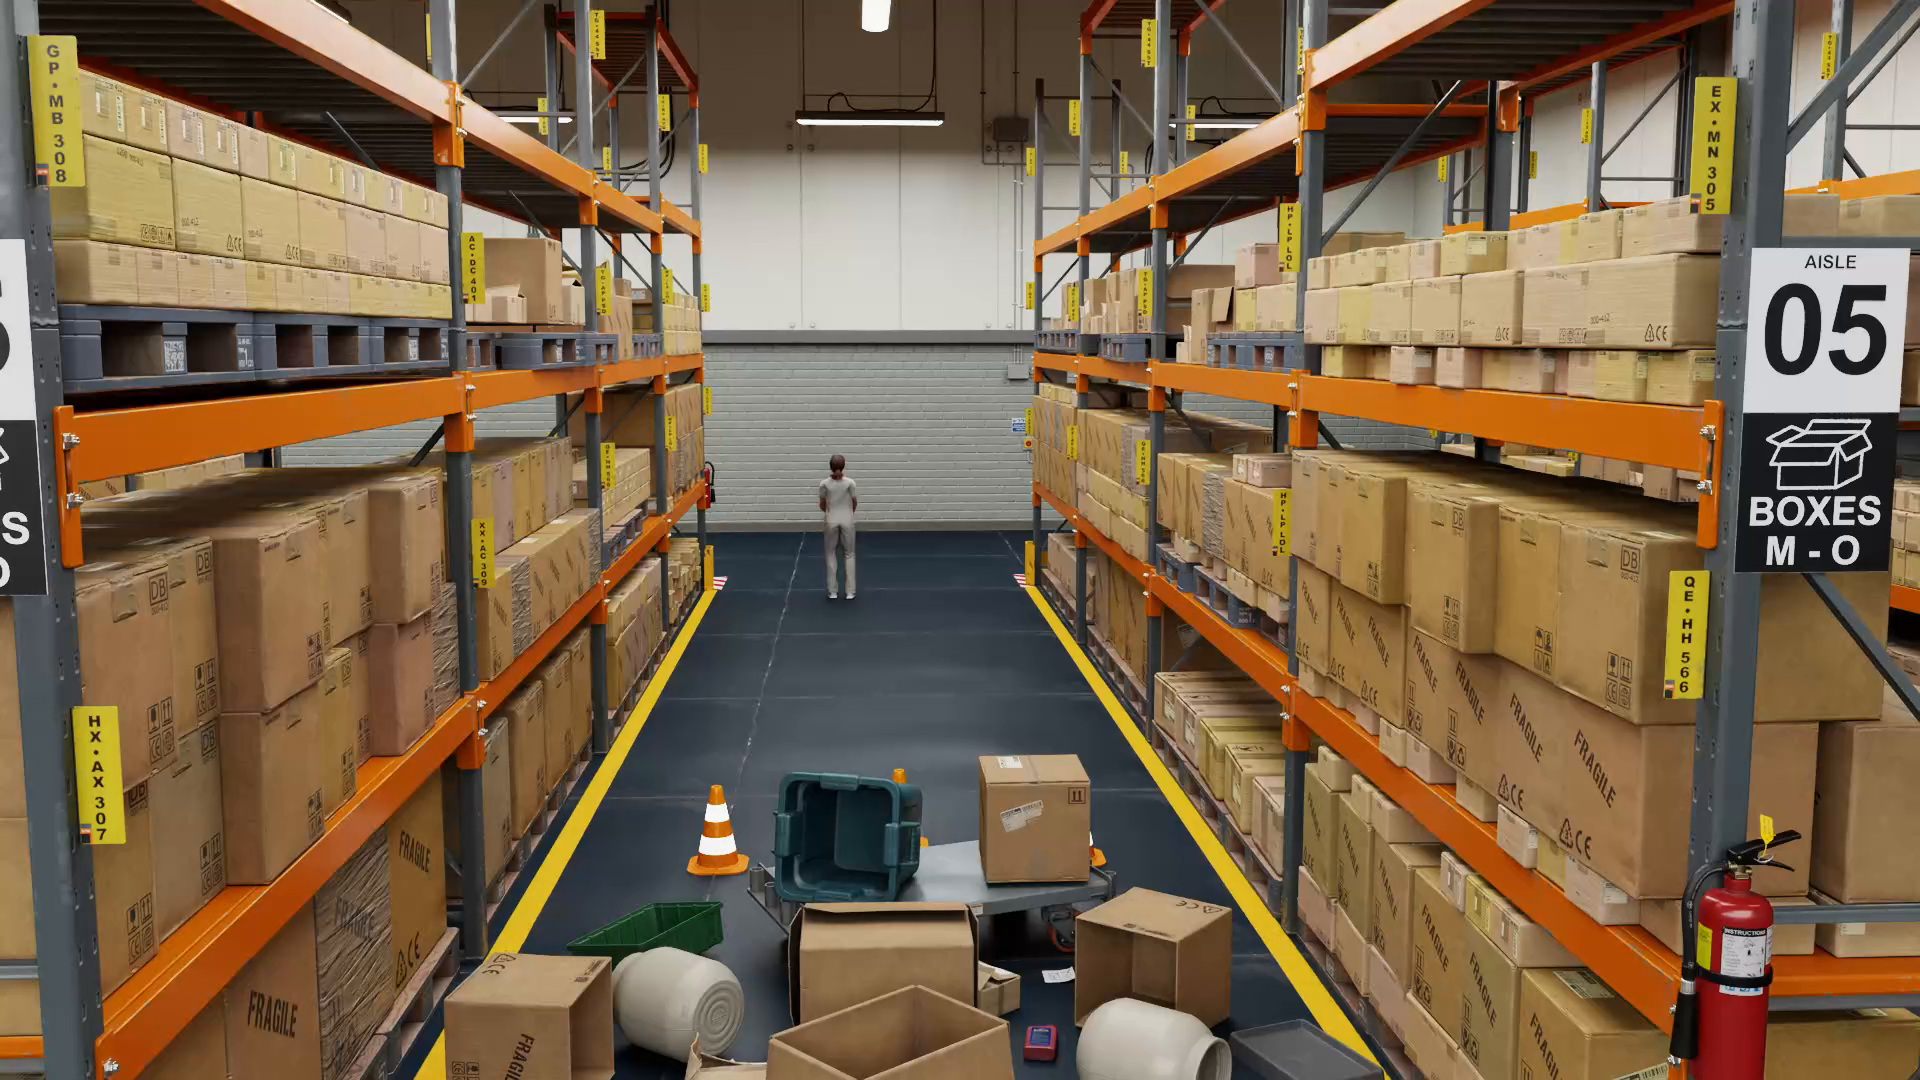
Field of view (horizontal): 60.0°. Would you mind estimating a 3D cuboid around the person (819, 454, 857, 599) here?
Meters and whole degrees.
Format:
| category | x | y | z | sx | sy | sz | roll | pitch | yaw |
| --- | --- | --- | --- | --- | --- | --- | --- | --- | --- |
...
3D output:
| category | x | y | z | sx | sy | sz | roll | pitch | yaw |
| --- | --- | --- | --- | --- | --- | --- | --- | --- | --- |
| person | -1.399 | -0.166 | 19.127 | 0.444 | 1.671 | 0.547 | 0 | 7 | -4 |
